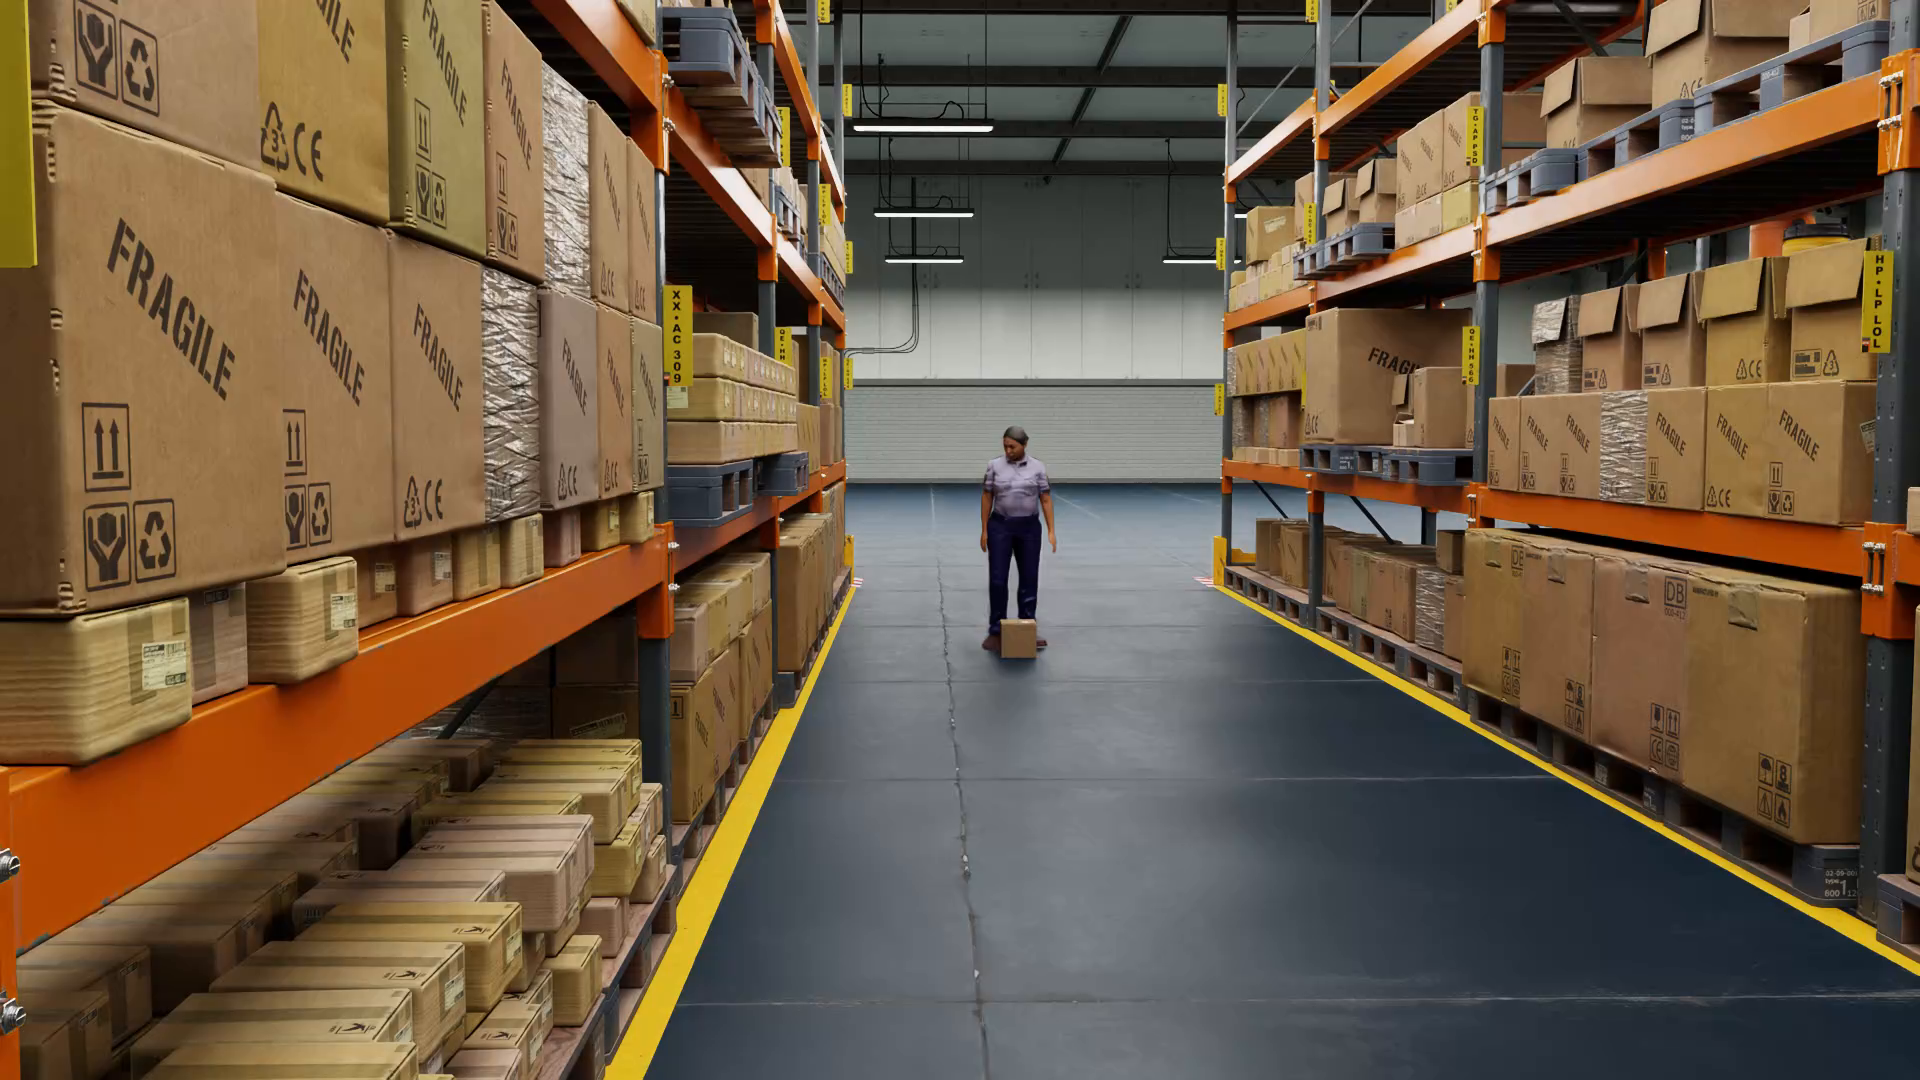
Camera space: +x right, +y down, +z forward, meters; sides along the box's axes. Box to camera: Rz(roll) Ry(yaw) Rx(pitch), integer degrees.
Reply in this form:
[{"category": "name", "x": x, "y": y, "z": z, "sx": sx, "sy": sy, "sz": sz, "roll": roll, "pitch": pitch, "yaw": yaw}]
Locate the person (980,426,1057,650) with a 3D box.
[{"category": "person", "x": 0.428, "y": -0.011, "z": 12.377, "sx": 0.568, "sy": 1.656, "sz": 0.360, "roll": 0, "pitch": 4, "yaw": -7}]
